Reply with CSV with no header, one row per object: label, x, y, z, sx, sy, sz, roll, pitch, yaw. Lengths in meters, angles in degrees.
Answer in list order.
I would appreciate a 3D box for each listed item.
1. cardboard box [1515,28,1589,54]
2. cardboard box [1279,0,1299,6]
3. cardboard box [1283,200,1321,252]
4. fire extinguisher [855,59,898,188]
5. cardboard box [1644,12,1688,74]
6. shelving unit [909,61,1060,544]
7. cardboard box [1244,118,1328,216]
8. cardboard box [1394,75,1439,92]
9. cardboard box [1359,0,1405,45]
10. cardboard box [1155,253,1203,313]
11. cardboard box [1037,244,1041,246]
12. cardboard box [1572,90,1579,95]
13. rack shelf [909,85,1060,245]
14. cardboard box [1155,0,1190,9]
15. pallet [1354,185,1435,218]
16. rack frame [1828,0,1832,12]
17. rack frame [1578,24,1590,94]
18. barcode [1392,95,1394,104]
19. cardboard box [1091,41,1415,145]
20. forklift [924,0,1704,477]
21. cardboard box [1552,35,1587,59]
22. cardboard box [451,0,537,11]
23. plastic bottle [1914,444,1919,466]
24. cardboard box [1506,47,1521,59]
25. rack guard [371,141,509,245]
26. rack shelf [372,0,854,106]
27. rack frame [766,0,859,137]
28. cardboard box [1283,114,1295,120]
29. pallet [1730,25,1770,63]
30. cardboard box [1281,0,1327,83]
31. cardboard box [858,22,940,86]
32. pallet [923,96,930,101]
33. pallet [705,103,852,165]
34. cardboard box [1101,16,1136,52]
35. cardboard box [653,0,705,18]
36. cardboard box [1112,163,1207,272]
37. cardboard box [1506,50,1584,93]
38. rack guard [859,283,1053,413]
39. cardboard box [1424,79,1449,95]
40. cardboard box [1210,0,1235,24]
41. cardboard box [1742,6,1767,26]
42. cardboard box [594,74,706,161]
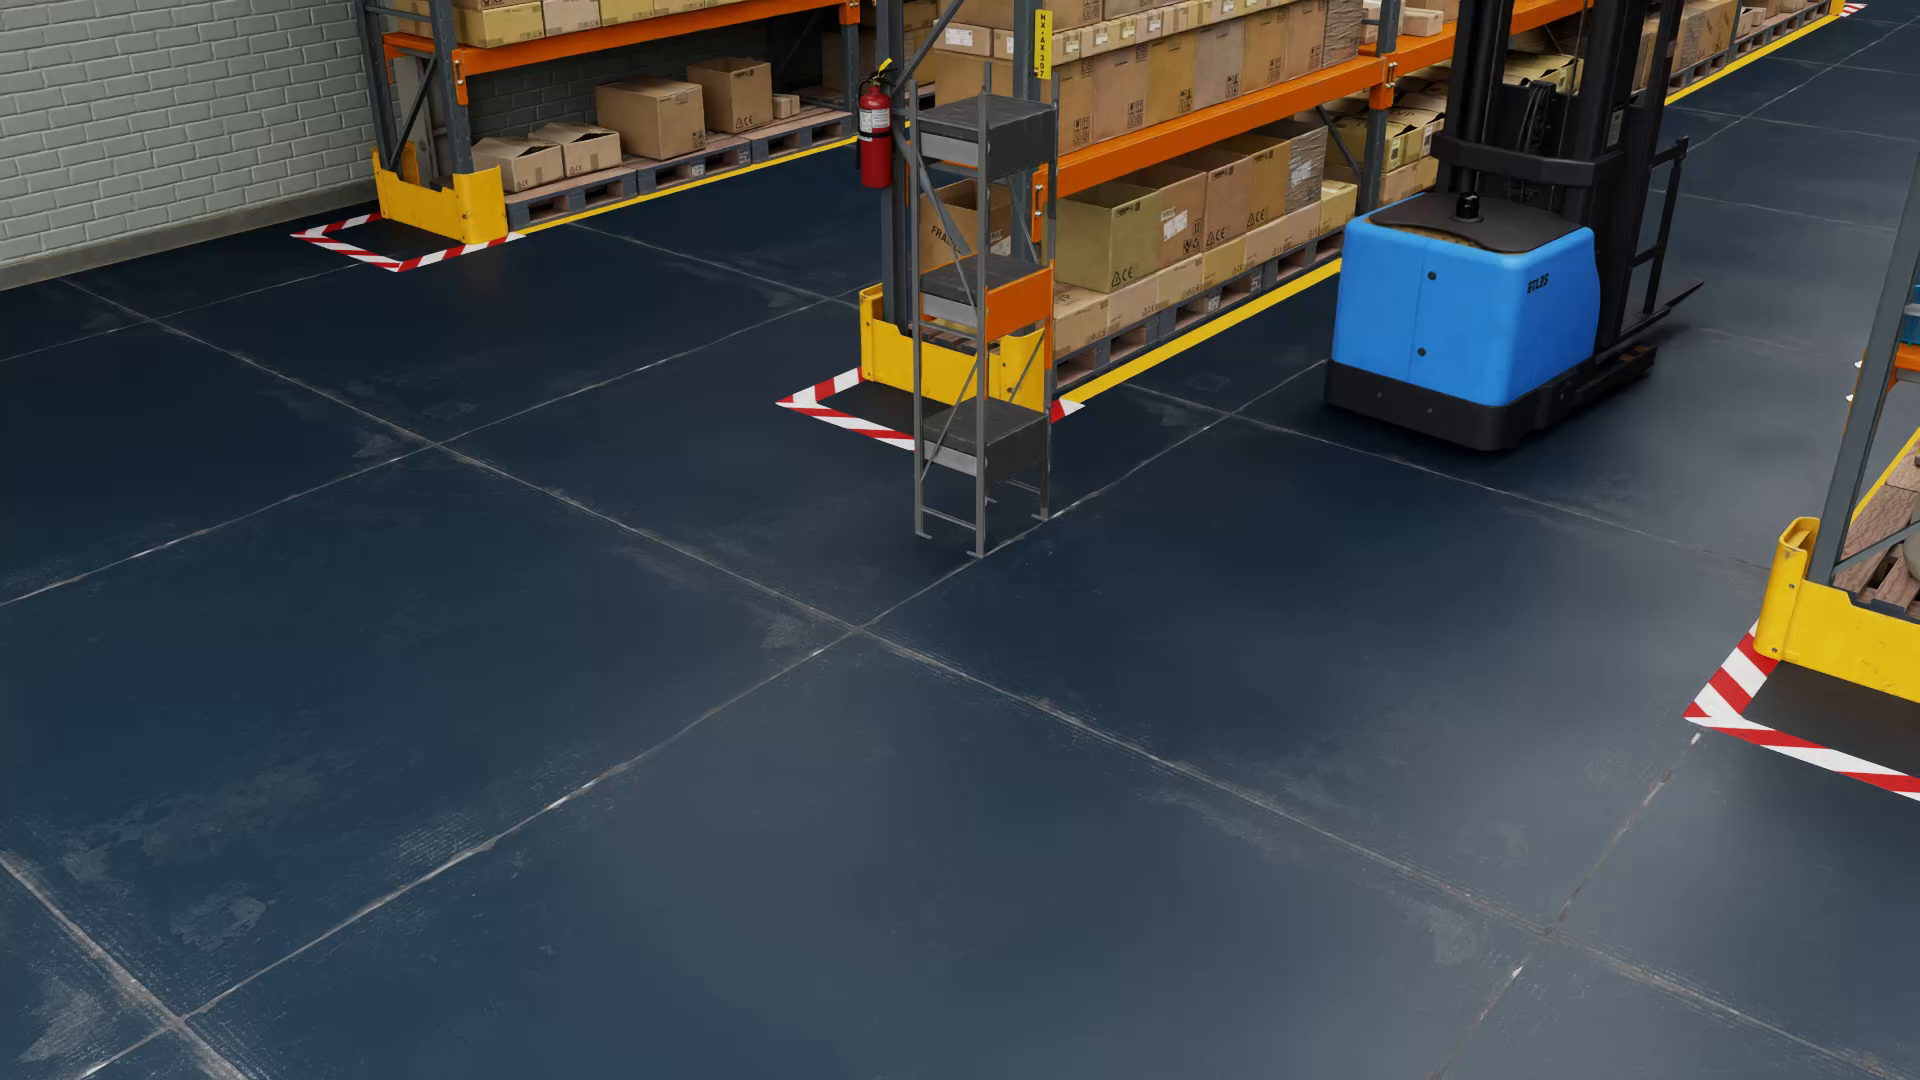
cardboard box,5.486,-4.496,15.417,0.500,0.500,0.500,22,35,36
cardboard box,1.871,-3.405,10.253,0.380,0.149,0.250,21,34,34
cardboard box,2.076,-2.155,11.186,0.500,0.250,0.500,21,34,34
fire extinguisher,-0.450,-2.233,8.887,0.296,0.674,0.183,21,34,34
cardboard box,6.561,-4.724,15.858,0.500,0.500,0.500,19,33,33
shelving unit,0.107,-0.992,7.383,0.431,2.100,0.499,21,34,34
cardboard box,2.074,-2.488,11.015,0.500,0.500,0.500,21,34,34
cardboard box,3.532,-3.574,13.318,0.500,0.311,0.500,20,34,34
cardboard box,2.807,-3.713,11.826,0.500,0.250,0.500,23,35,37
cardboard box,1.130,-1.620,10.152,0.500,0.250,0.500,21,34,34
cardboard box,0.722,-1.774,10.451,0.500,0.250,0.500,21,34,34
cardboard box,4.925,-3.718,14.208,0.500,0.250,0.500,22,34,36
rack shelf,0.105,-1.601,7.066,0.431,0.518,0.480,21,34,34
cardboard box,0.974,-3.342,9.425,0.700,0.500,0.500,21,34,35
pallet,2.966,-2.626,12.597,1.003,0.211,1.213,21,34,34
rack frame,10.160,-7.847,19.653,1.000,3.000,0.127,21,34,34
rack frame,5.072,-5.010,14.171,1.000,3.000,0.127,21,34,34
barcode,3.011,-3.073,11.622,0.001,0.075,0.075,21,34,34
cardboard box,1.952,-3.011,11.112,1.023,1.340,4.930,22,34,36
forklift,2.320,-2.001,8.428,1.623,2.935,5.548,24,36,38
cardboard box,5.582,-4.173,14.794,0.500,0.500,0.500,22,35,36
cardboard box,-3.306,-3.977,11.499,0.500,0.500,0.500,21,34,34
plastic bottle,4.633,-0.457,7.935,0.097,0.201,0.097,0,27,0
cardboard box,4.512,-4.125,14.384,0.500,0.311,0.500,22,35,36
rack guard,-3.793,-2.537,12.110,1.175,0.500,0.348,21,34,34
rack shelf,-2.569,-4.010,13.020,1.077,0.370,4.000,21,34,34
rack frame,-1.297,-5.039,14.225,1.000,3.000,0.127,21,34,34
cardboard box,1.991,-2.818,11.651,0.500,0.500,0.500,21,34,34
pallet,8.054,-5.433,18.023,1.003,0.211,1.213,21,34,34
cardboard box,1.920,-3.288,10.733,0.700,0.500,0.500,20,34,34
cardboard box,-0.552,-4.587,15.595,0.700,0.500,0.500,20,33,33
pallet,-0.027,-4.511,16.240,1.003,0.211,1.213,21,34,34
pallet,-1.697,-3.552,14.386,1.003,0.211,1.213,21,34,34
cardboard box,0.725,-2.765,9.016,0.380,0.149,0.250,21,34,35
cardboard box,-2.315,-4.189,12.724,0.500,0.250,0.500,21,34,35
cardboard box,1.121,-1.956,9.986,0.500,0.500,0.500,21,34,34
cardboard box,4.929,-3.967,14.079,0.500,0.311,0.500,22,34,36
rack guard,-0.032,-1.055,9.246,1.175,0.500,0.348,21,34,34
cardboard box,3.960,-3.426,13.032,0.500,0.311,0.500,22,34,36
cardboard box,1.377,-3.127,9.716,0.380,0.149,0.250,21,34,35
cardboard box,8.593,-5.761,18.226,0.380,0.166,0.250,21,34,34
cardboard box,-2.464,-3.372,13.246,0.700,0.500,0.500,18,33,31
